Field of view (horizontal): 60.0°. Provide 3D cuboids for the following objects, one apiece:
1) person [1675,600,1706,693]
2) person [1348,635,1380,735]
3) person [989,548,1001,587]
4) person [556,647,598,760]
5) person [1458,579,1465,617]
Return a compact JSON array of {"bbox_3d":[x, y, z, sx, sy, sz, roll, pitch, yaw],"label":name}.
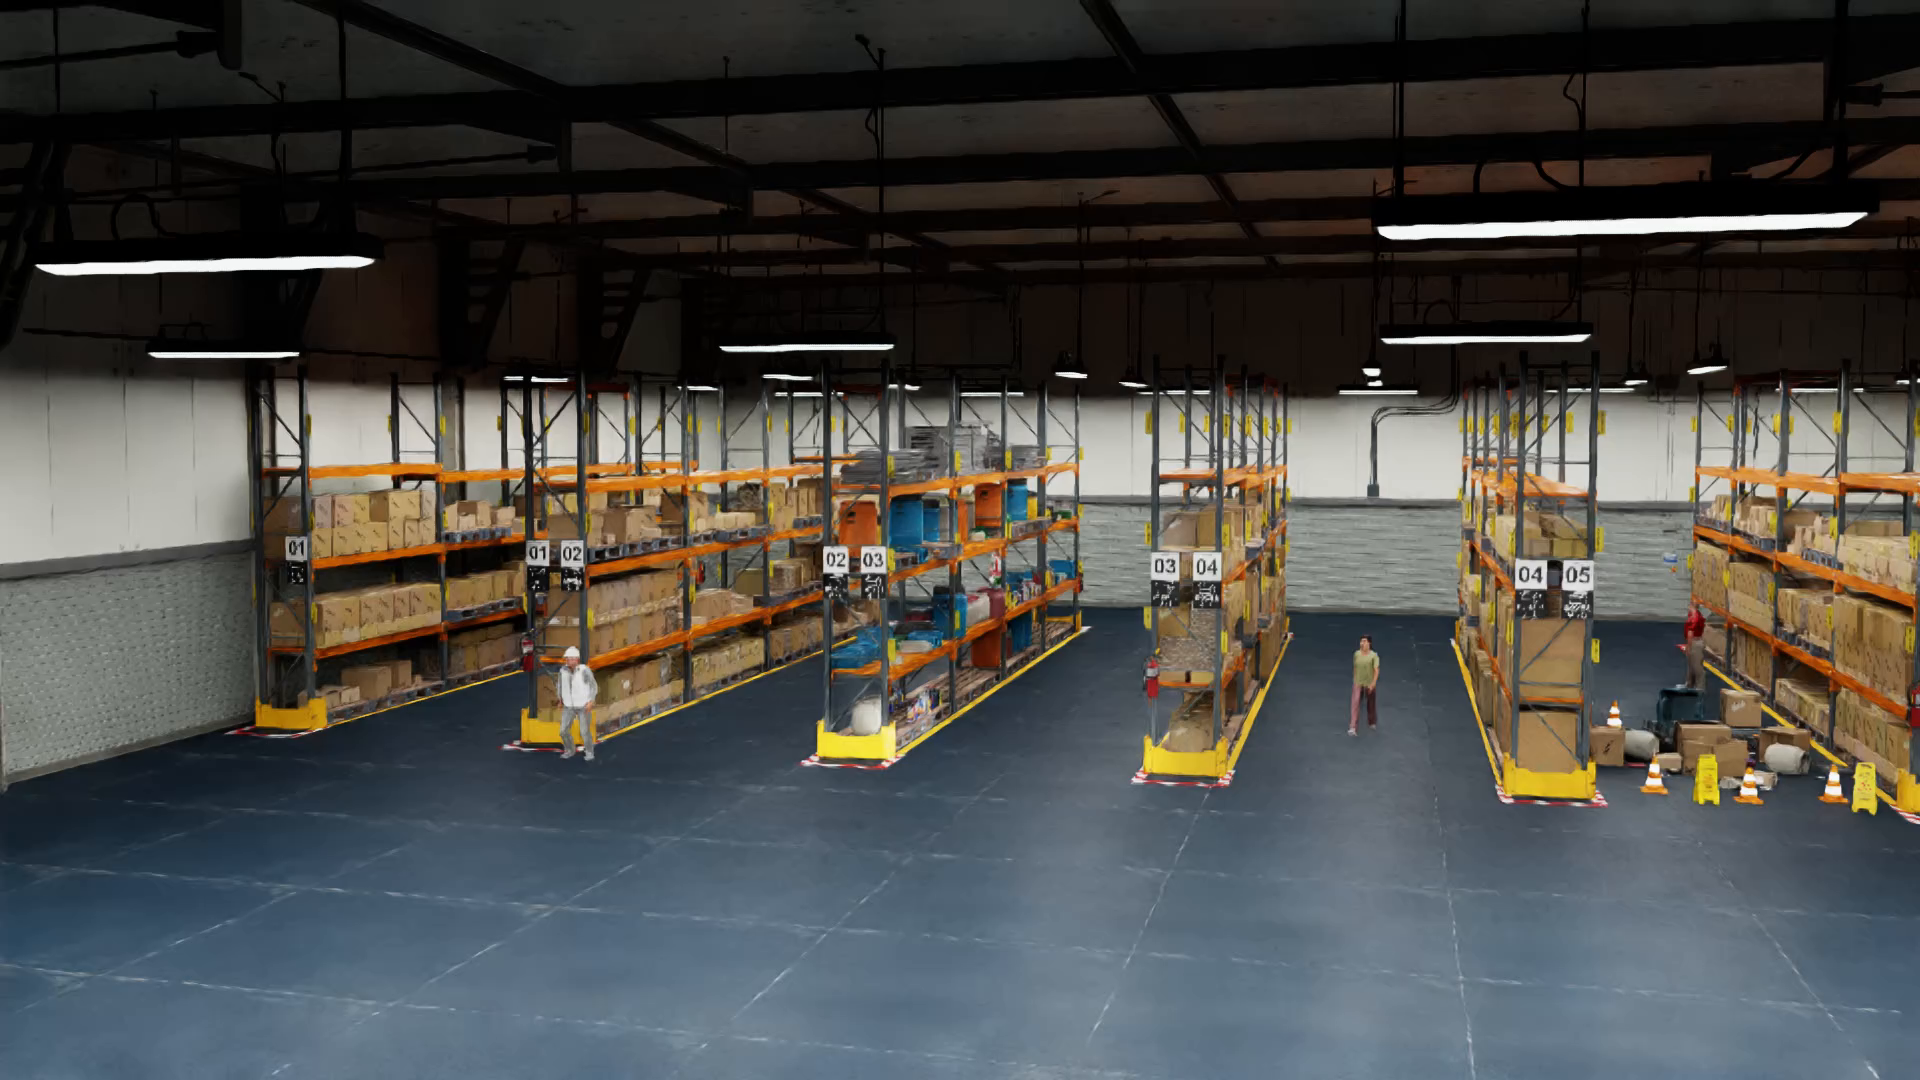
[{"bbox_3d":[13.708,1.980,31.136,0.597,1.721,0.667,3,5,35],"label":"person"},{"bbox_3d":[6.564,2.330,26.927,0.445,1.604,1.017,2,4,23],"label":"person"},{"bbox_3d":[0.927,1.005,44.903,0.704,1.780,0.460,-3,5,-42],"label":"person"},{"bbox_3d":[-5.725,2.437,24.807,0.677,1.726,0.574,1,4,13],"label":"person"},{"bbox_3d":[12.030,1.431,39.234,0.469,1.714,0.639,-1,4,-21],"label":"person"}]
